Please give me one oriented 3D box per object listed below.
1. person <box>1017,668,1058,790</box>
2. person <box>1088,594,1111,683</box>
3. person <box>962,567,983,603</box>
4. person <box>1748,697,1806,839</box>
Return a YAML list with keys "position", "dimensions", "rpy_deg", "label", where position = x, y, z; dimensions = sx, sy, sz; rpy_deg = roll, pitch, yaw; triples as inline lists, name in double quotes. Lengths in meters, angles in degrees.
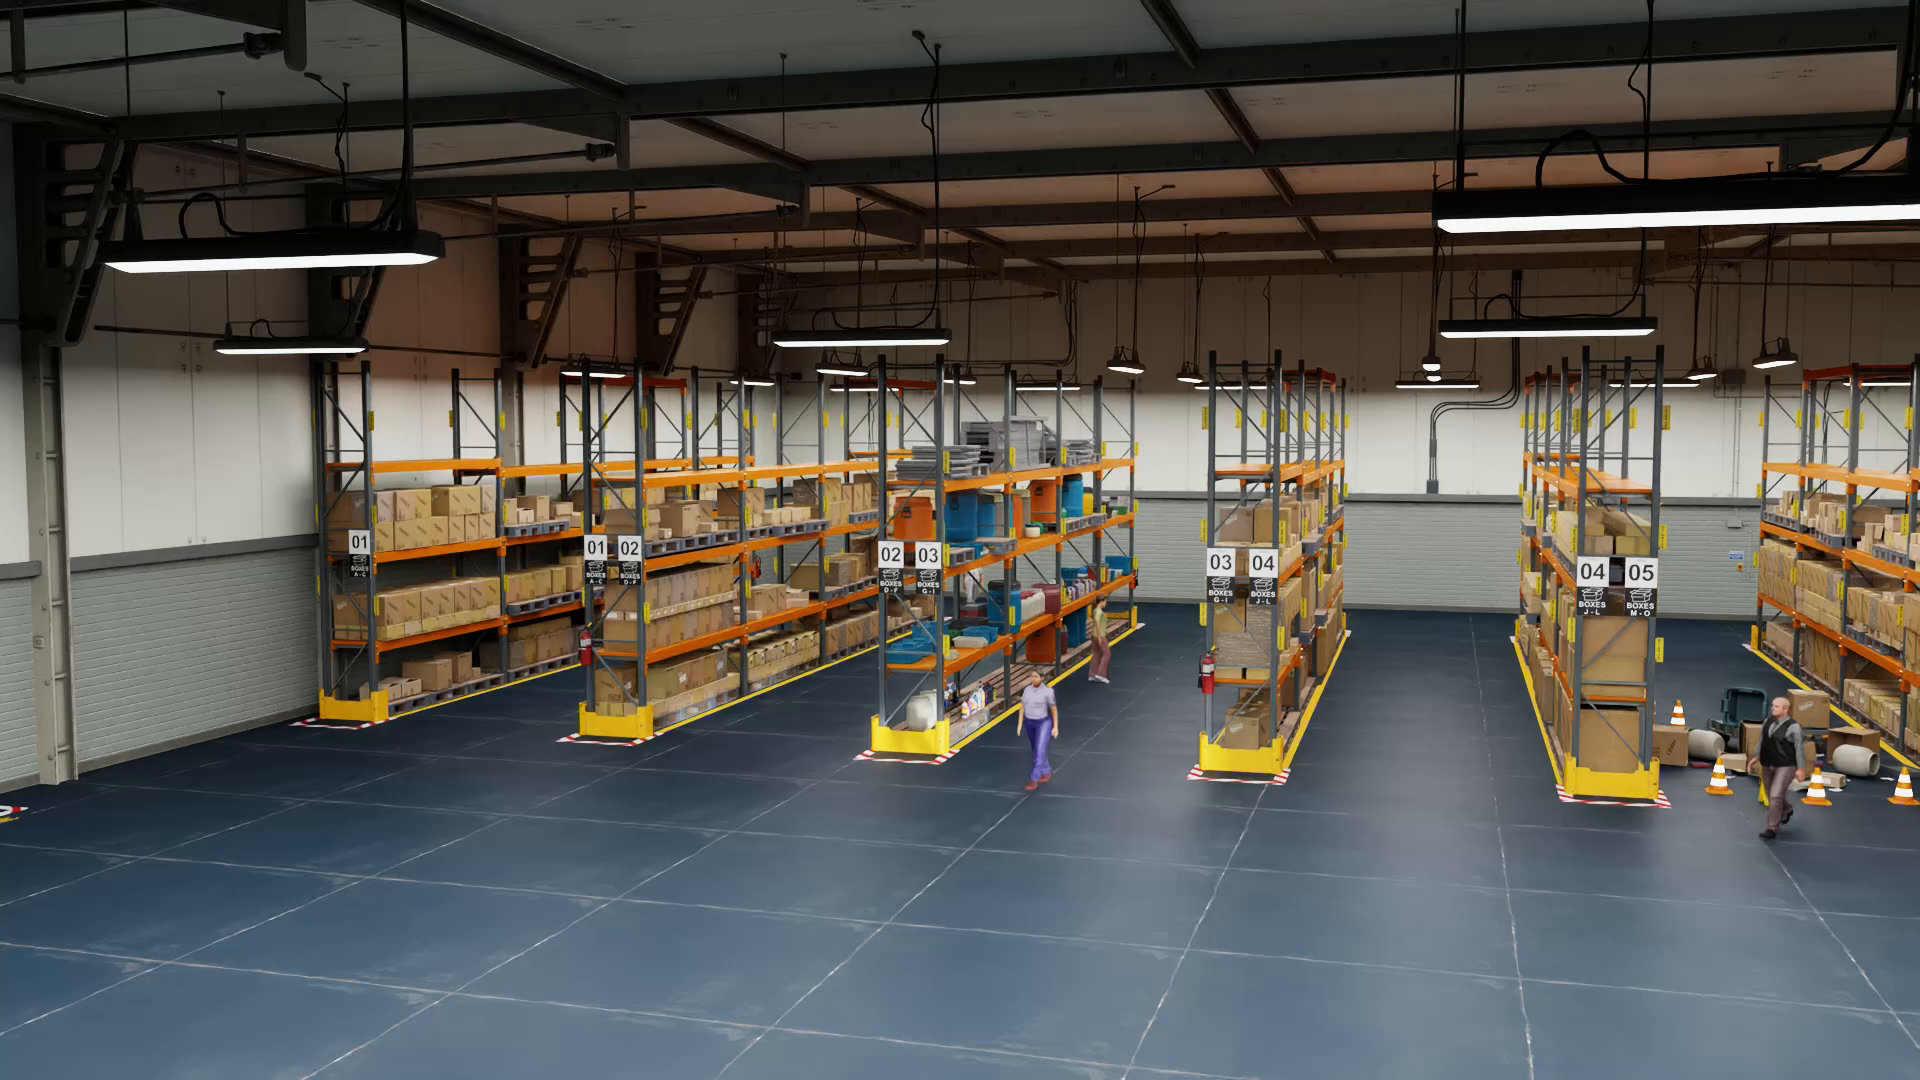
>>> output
- position: [1.013, 2.554, 22.710]
  dimensions: [0.508, 1.607, 0.920]
  rpy_deg: [3, 5, 37]
  label: "person"
- position: [2.668, 1.895, 31.947]
  dimensions: [0.409, 1.710, 0.520]
  rpy_deg: [-1, 4, -10]
  label: "person"
- position: [0.337, 1.141, 42.663]
  dimensions: [0.504, 1.647, 0.942]
  rpy_deg: [-1, 4, -17]
  label: "person"
- position: [9.899, 2.722, 20.073]
  dimensions: [1.028, 1.678, 0.620]
  rpy_deg: [-3, 5, -36]
  label: "person"
